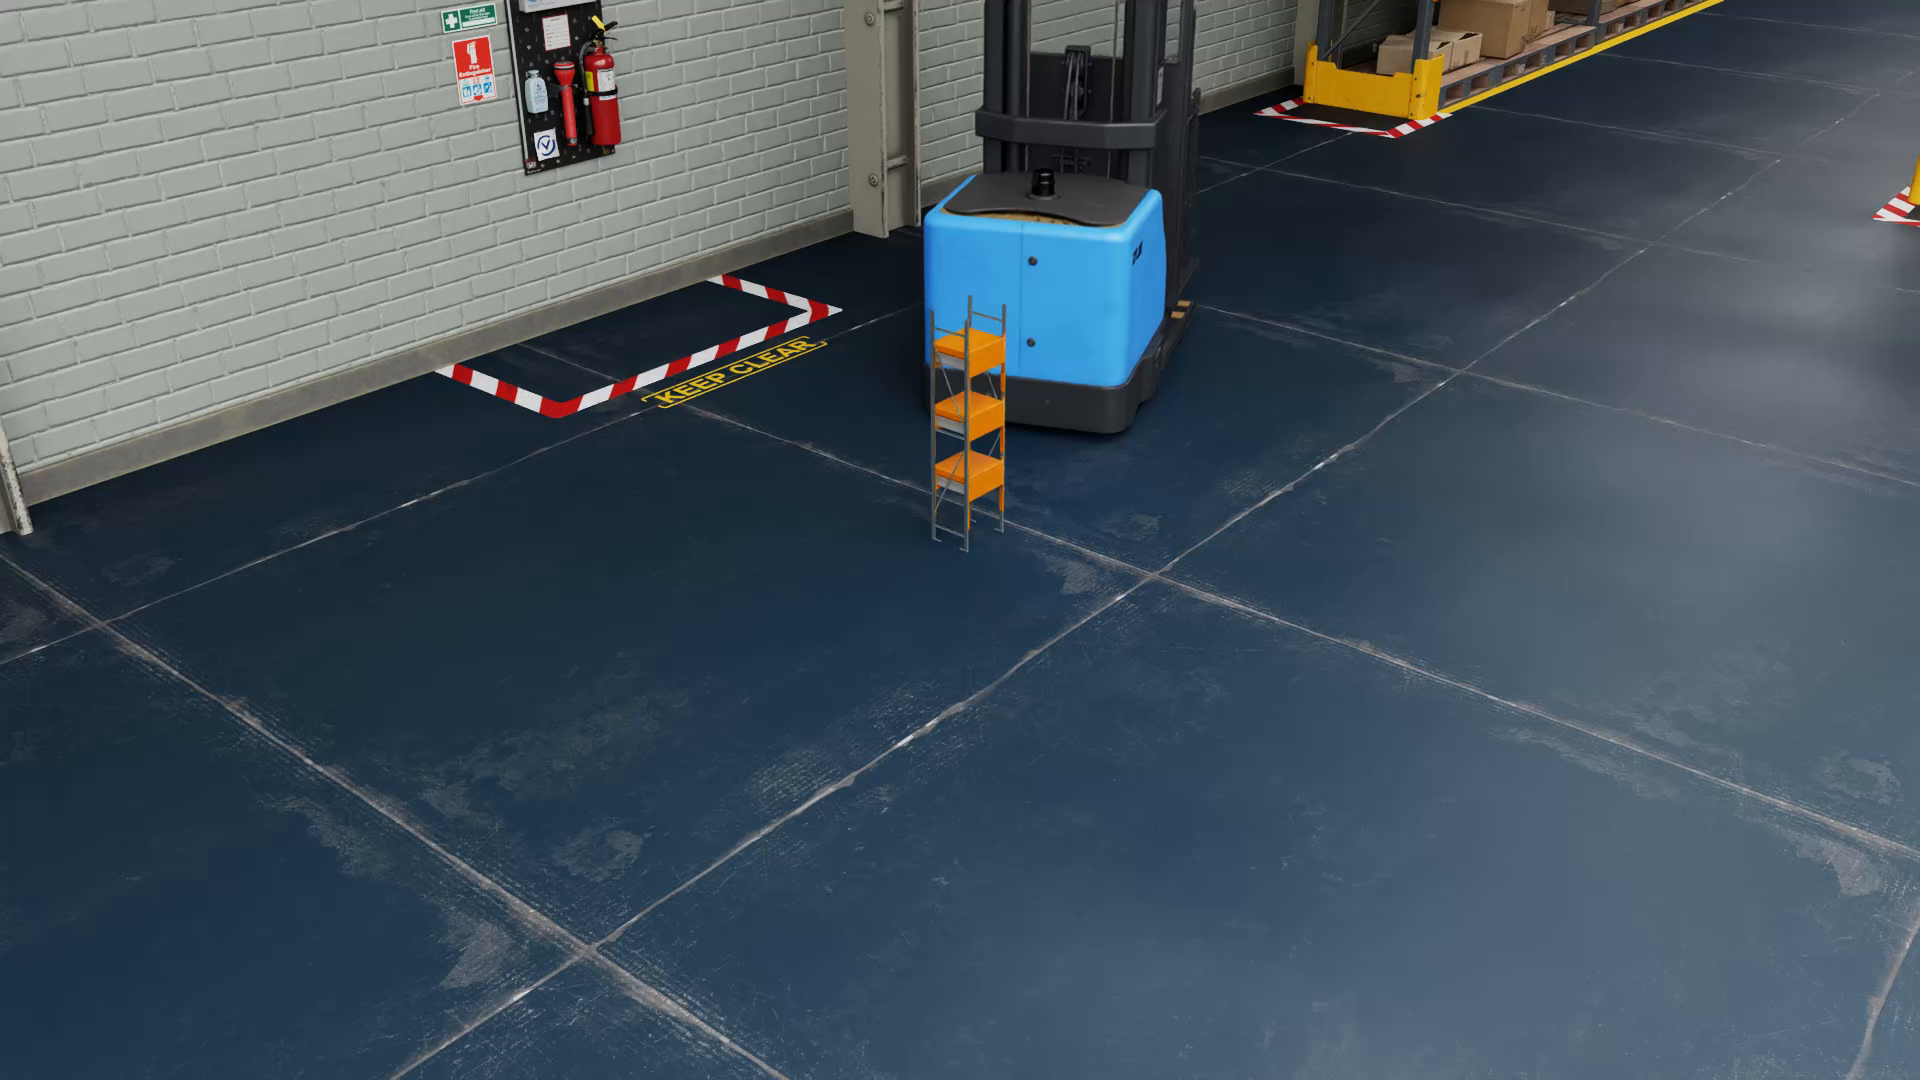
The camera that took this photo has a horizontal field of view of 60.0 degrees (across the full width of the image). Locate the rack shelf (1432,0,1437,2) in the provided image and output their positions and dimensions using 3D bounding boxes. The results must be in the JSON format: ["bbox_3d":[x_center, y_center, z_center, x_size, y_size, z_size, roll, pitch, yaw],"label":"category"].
[{"bbox_3d":[4.805,-5.489,15.379,1.077,0.370,4.000,21,34,34],"label":"rack shelf"}]

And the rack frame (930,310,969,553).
[{"bbox_3d":[-0.044,-0.442,6.962,0.200,1.050,0.008,21,34,34],"label":"rack frame"}]

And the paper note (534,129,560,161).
[{"bbox_3d":[-2.273,-2.174,9.147,0.016,0.148,0.142,21,34,34],"label":"paper note"}]

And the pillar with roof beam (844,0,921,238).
[{"bbox_3d":[2.816,-4.880,6.889,9.100,9.000,0.400,21,34,34],"label":"pillar with roof beam"}]

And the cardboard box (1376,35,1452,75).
[{"bbox_3d":[4.043,-4.320,14.783,0.500,0.311,0.500,17,32,29],"label":"cardboard box"}]

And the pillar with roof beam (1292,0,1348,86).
[{"bbox_3d":[6.633,-7.007,11.001,9.100,9.000,0.400,21,34,34],"label":"pillar with roof beam"}]

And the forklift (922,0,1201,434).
[{"bbox_3d":[0.732,-2.479,8.852,1.130,2.935,3.031,8,28,15],"label":"forklift"}]

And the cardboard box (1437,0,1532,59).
[{"bbox_3d":[4.910,-4.851,15.605,0.700,0.500,0.500,18,33,31],"label":"cardboard box"}]

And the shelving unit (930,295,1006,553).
[{"bbox_3d":[0.034,-0.485,7.045,0.215,1.050,0.252,21,34,34],"label":"shelving unit"}]

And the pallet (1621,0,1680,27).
[{"bbox_3d":[7.347,-5.990,18.599,1.003,0.211,1.213,21,34,34],"label":"pallet"}]

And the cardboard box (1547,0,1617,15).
[{"bbox_3d":[6.533,-5.869,17.572,0.700,0.500,0.500,22,35,36],"label":"cardboard box"}]

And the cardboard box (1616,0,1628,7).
[{"bbox_3d":[6.823,-6.067,17.954,0.700,0.500,0.500,20,33,33],"label":"cardboard box"}]

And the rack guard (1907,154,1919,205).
[{"bbox_3d":[7.343,-2.534,11.605,1.175,0.500,0.348,21,34,34],"label":"rack guard"}]

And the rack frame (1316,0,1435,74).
[{"bbox_3d":[3.533,-5.100,13.843,1.000,3.000,0.127,21,34,34],"label":"rack frame"}]

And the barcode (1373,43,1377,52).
[{"bbox_3d":[3.746,-4.447,15.019,0.001,0.075,0.075,21,34,34],"label":"barcode"}]

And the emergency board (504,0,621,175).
[{"bbox_3d":[-2.107,-2.608,9.027,0.194,1.169,0.643,21,34,34],"label":"emergency board"}]

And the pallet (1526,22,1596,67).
[{"bbox_3d":[5.677,-5.031,16.745,1.003,0.211,1.213,21,34,34],"label":"pallet"}]

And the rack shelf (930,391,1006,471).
[{"bbox_3d":[0.034,-0.476,7.050,0.215,0.259,0.240,21,34,34],"label":"rack shelf"}]

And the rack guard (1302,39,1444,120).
[{"bbox_3d":[3.581,-4.016,14.469,1.175,0.500,0.348,21,34,34],"label":"rack guard"}]

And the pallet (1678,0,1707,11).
[{"bbox_3d":[8.123,-6.421,19.432,1.003,0.211,1.213,21,34,34],"label":"pallet"}]

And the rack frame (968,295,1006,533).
[{"bbox_3d":[0.112,-0.529,7.129,0.200,1.050,0.008,21,34,34],"label":"rack frame"}]

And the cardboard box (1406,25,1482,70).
[{"bbox_3d":[4.405,-4.522,15.174,0.500,0.311,0.500,24,36,38],"label":"cardboard box"}]

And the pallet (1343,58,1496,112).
[{"bbox_3d":[4.125,-4.166,15.073,1.003,0.211,1.213,21,34,34],"label":"pallet"}]

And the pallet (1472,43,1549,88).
[{"bbox_3d":[4.902,-4.596,15.905,1.003,0.211,1.213,21,34,34],"label":"pallet"}]

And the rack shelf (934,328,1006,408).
[{"bbox_3d":[0.034,-0.728,6.920,0.215,0.259,0.240,21,34,34],"label":"rack shelf"}]

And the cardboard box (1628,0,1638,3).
[{"bbox_3d":[7.178,-6.236,18.281,0.700,0.500,0.500,21,34,35],"label":"cardboard box"}]

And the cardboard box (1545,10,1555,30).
[{"bbox_3d":[5.760,-5.256,16.751,0.380,0.166,0.250,16,31,28],"label":"cardboard box"}]

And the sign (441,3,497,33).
[{"bbox_3d":[-2.528,-2.693,8.575,0.001,0.109,0.331,21,34,34],"label":"sign"}]

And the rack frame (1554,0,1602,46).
[{"bbox_3d":[6.077,-6.518,16.584,1.000,3.000,0.127,21,34,34],"label":"rack frame"}]

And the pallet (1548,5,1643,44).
[{"bbox_3d":[6.571,-5.556,17.760,1.003,0.211,1.213,21,34,34],"label":"pallet"}]

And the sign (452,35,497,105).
[{"bbox_3d":[-2.538,-2.458,8.698,0.001,0.329,0.234,21,34,34],"label":"sign"}]

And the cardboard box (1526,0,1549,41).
[{"bbox_3d":[5.448,-5.223,16.324,0.500,0.500,0.500,18,32,31],"label":"cardboard box"}]

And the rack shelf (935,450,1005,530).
[{"bbox_3d":[0.034,-0.229,7.178,0.215,0.259,0.240,21,34,34],"label":"rack shelf"}]
